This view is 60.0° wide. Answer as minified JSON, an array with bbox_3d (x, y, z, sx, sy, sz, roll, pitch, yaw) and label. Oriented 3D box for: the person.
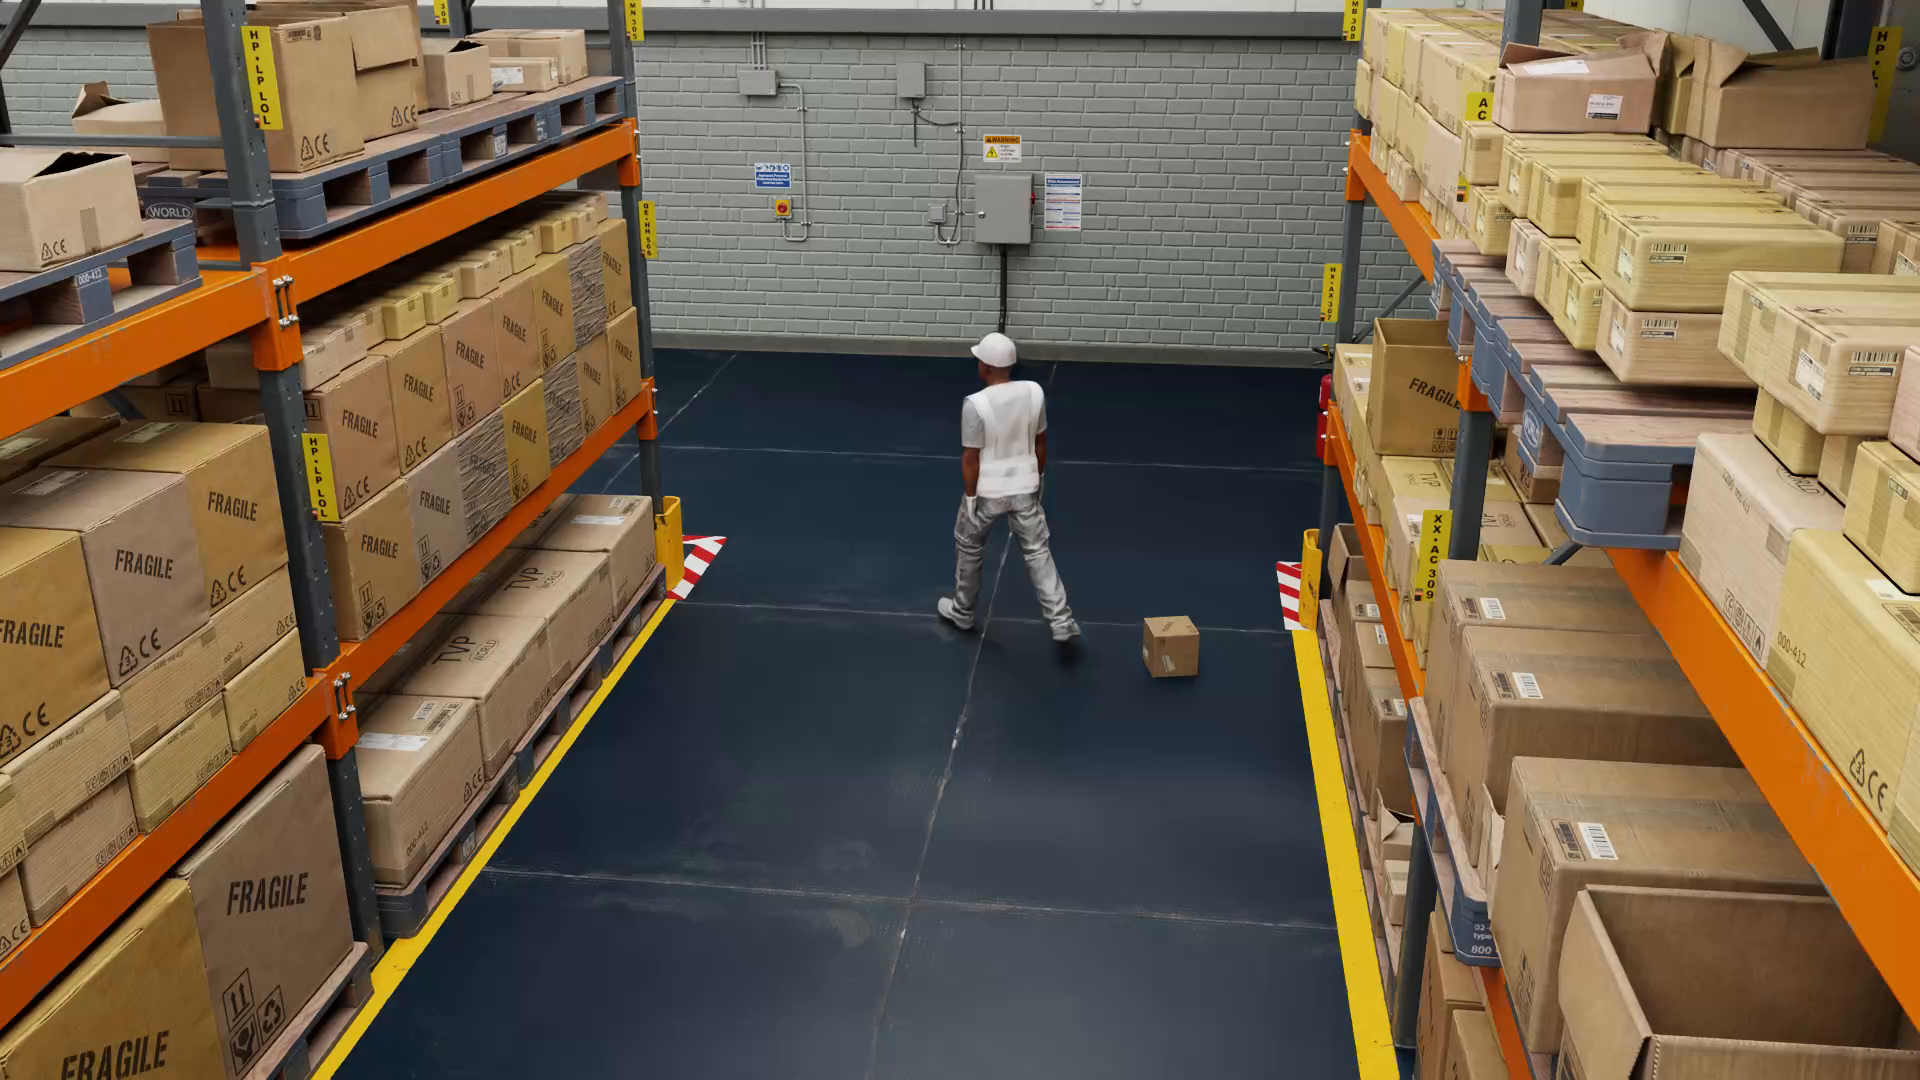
[{"bbox_3d":[0.278,-0.271,9.267,0.598,1.767,0.954,-10,23,-24],"label":"person"}]
